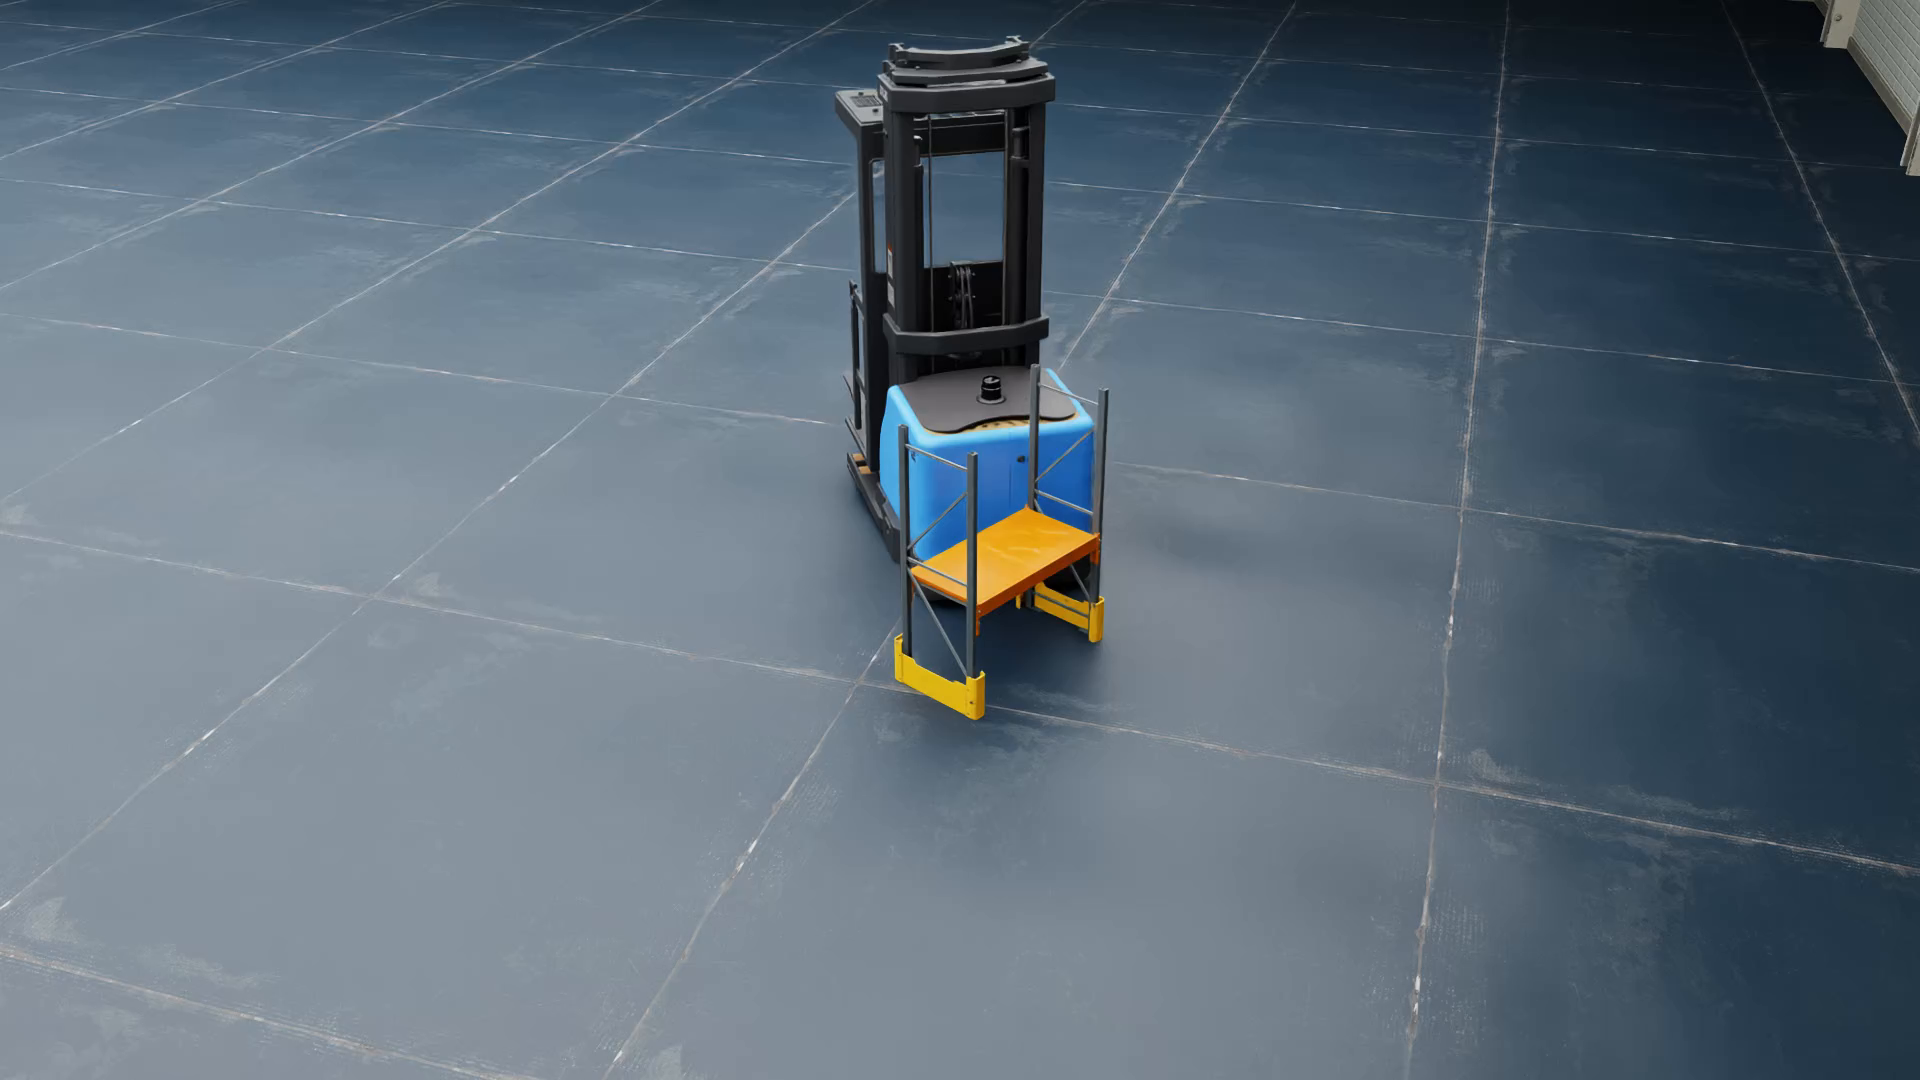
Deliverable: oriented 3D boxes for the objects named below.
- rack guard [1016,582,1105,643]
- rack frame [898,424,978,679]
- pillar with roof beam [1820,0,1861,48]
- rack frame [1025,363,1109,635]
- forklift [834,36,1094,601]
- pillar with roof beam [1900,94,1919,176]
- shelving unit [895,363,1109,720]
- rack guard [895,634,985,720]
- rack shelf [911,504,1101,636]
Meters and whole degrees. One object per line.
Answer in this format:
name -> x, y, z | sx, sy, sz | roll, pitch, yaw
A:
rack guard -> 0.558, 0.354, 9.356 | 0.587, 0.250, 0.087 | 24, 37, 36
rack frame -> -0.110, 0.168, 8.406 | 0.500, 1.500, 0.032 | 24, 37, 36
pillar with roof beam -> 7.492, -11.123, 20.987 | 9.100, 9.000, 0.400 | 8, 30, 15
rack frame -> 0.571, -0.199, 9.065 | 0.500, 1.500, 0.032 | 24, 37, 36
forklift -> -0.115, -1.637, 10.178 | 1.130, 2.935, 3.031 | -8, 30, -13
pillar with roof beam -> 5.731, -8.334, 15.975 | 9.100, 9.000, 0.400 | 8, 30, 15
shelving unit -> 0.225, -0.012, 8.729 | 0.587, 1.500, 1.083 | 24, 37, 36
rack guard -> -0.109, 0.713, 8.710 | 0.587, 0.250, 0.087 | 24, 37, 36
rack shelf -> 0.231, 0.142, 8.823 | 0.538, 0.185, 1.000 | 24, 37, 36
